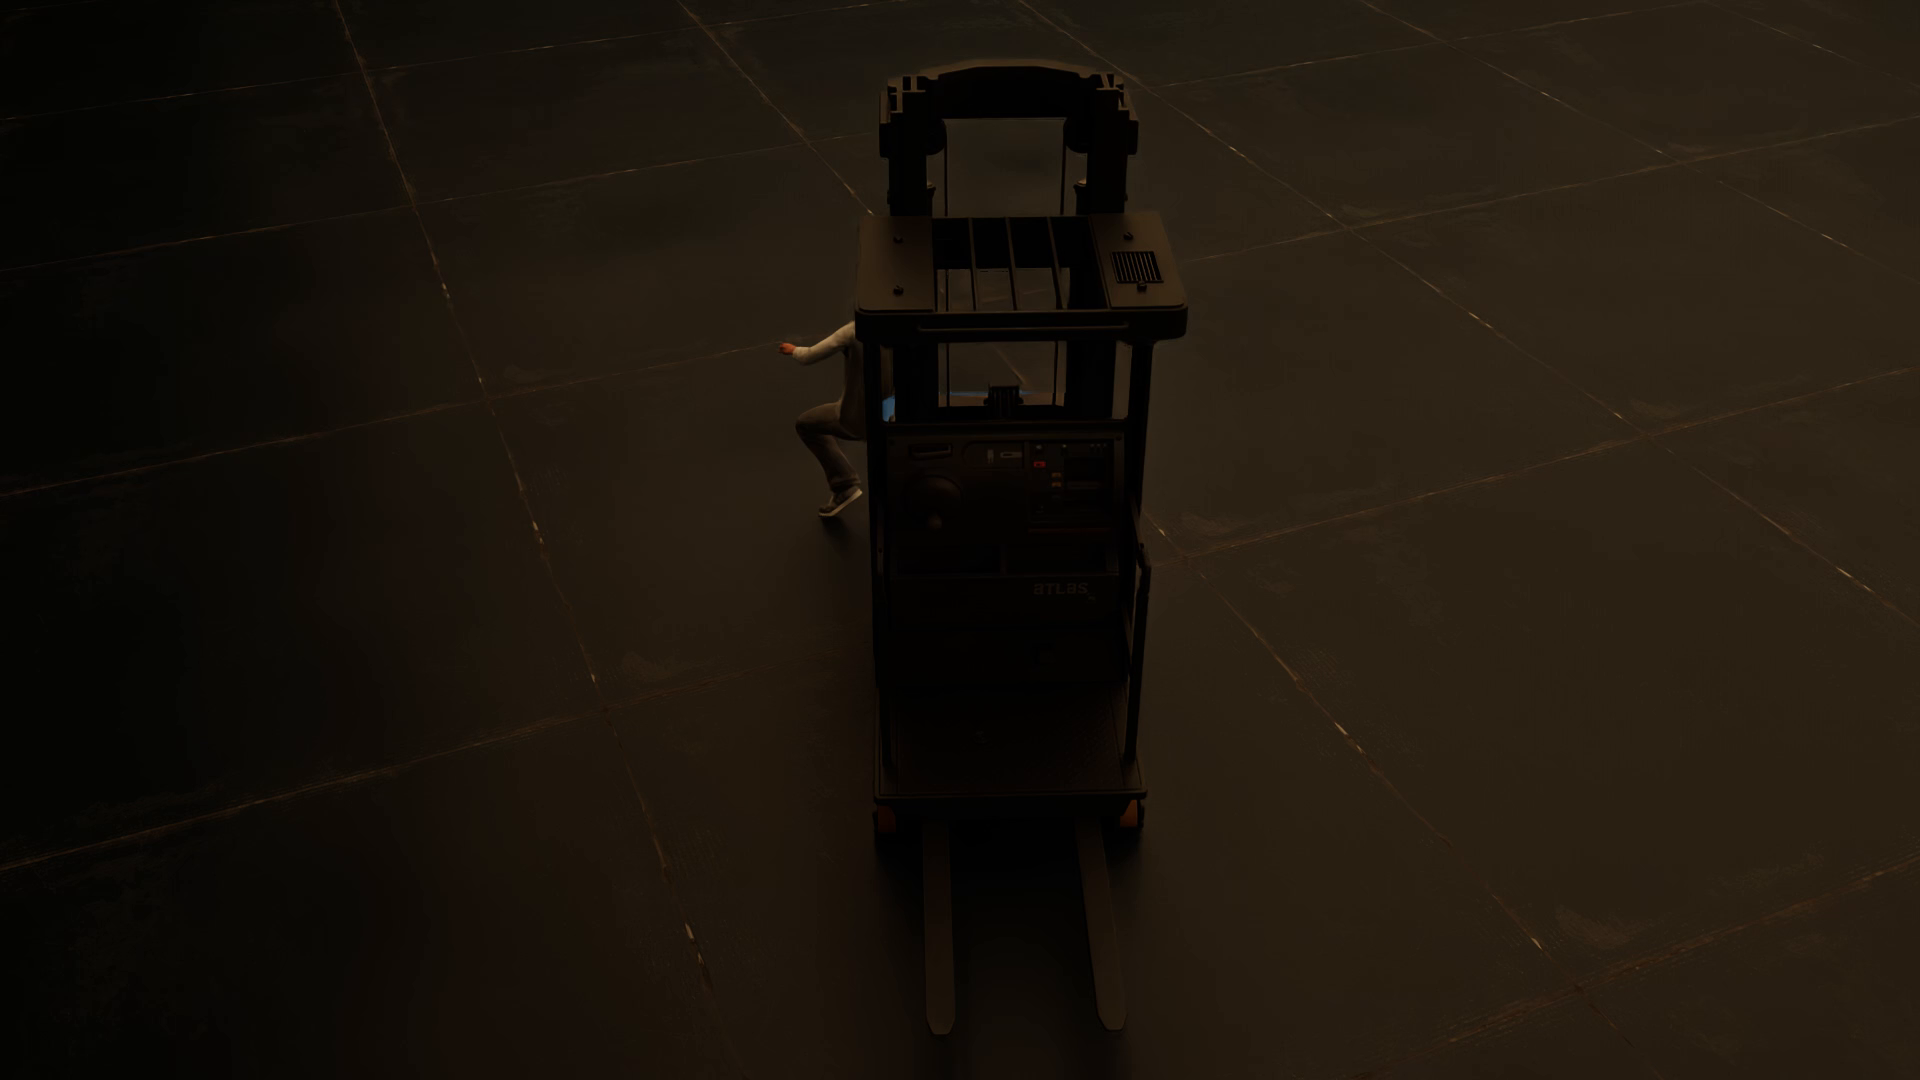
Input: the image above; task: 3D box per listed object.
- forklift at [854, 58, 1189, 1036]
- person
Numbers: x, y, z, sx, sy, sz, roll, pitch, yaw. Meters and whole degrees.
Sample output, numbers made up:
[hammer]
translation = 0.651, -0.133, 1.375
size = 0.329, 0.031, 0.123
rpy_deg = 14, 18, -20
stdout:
[forklift]
translation = 0.188, -0.165, 6.331
size = 1.130, 2.935, 3.031
rpy_deg = -1, 35, -2
[person]
translation = -0.476, -0.767, 8.502
size = 0.832, 1.386, 0.642
rpy_deg = -9, 37, -13
